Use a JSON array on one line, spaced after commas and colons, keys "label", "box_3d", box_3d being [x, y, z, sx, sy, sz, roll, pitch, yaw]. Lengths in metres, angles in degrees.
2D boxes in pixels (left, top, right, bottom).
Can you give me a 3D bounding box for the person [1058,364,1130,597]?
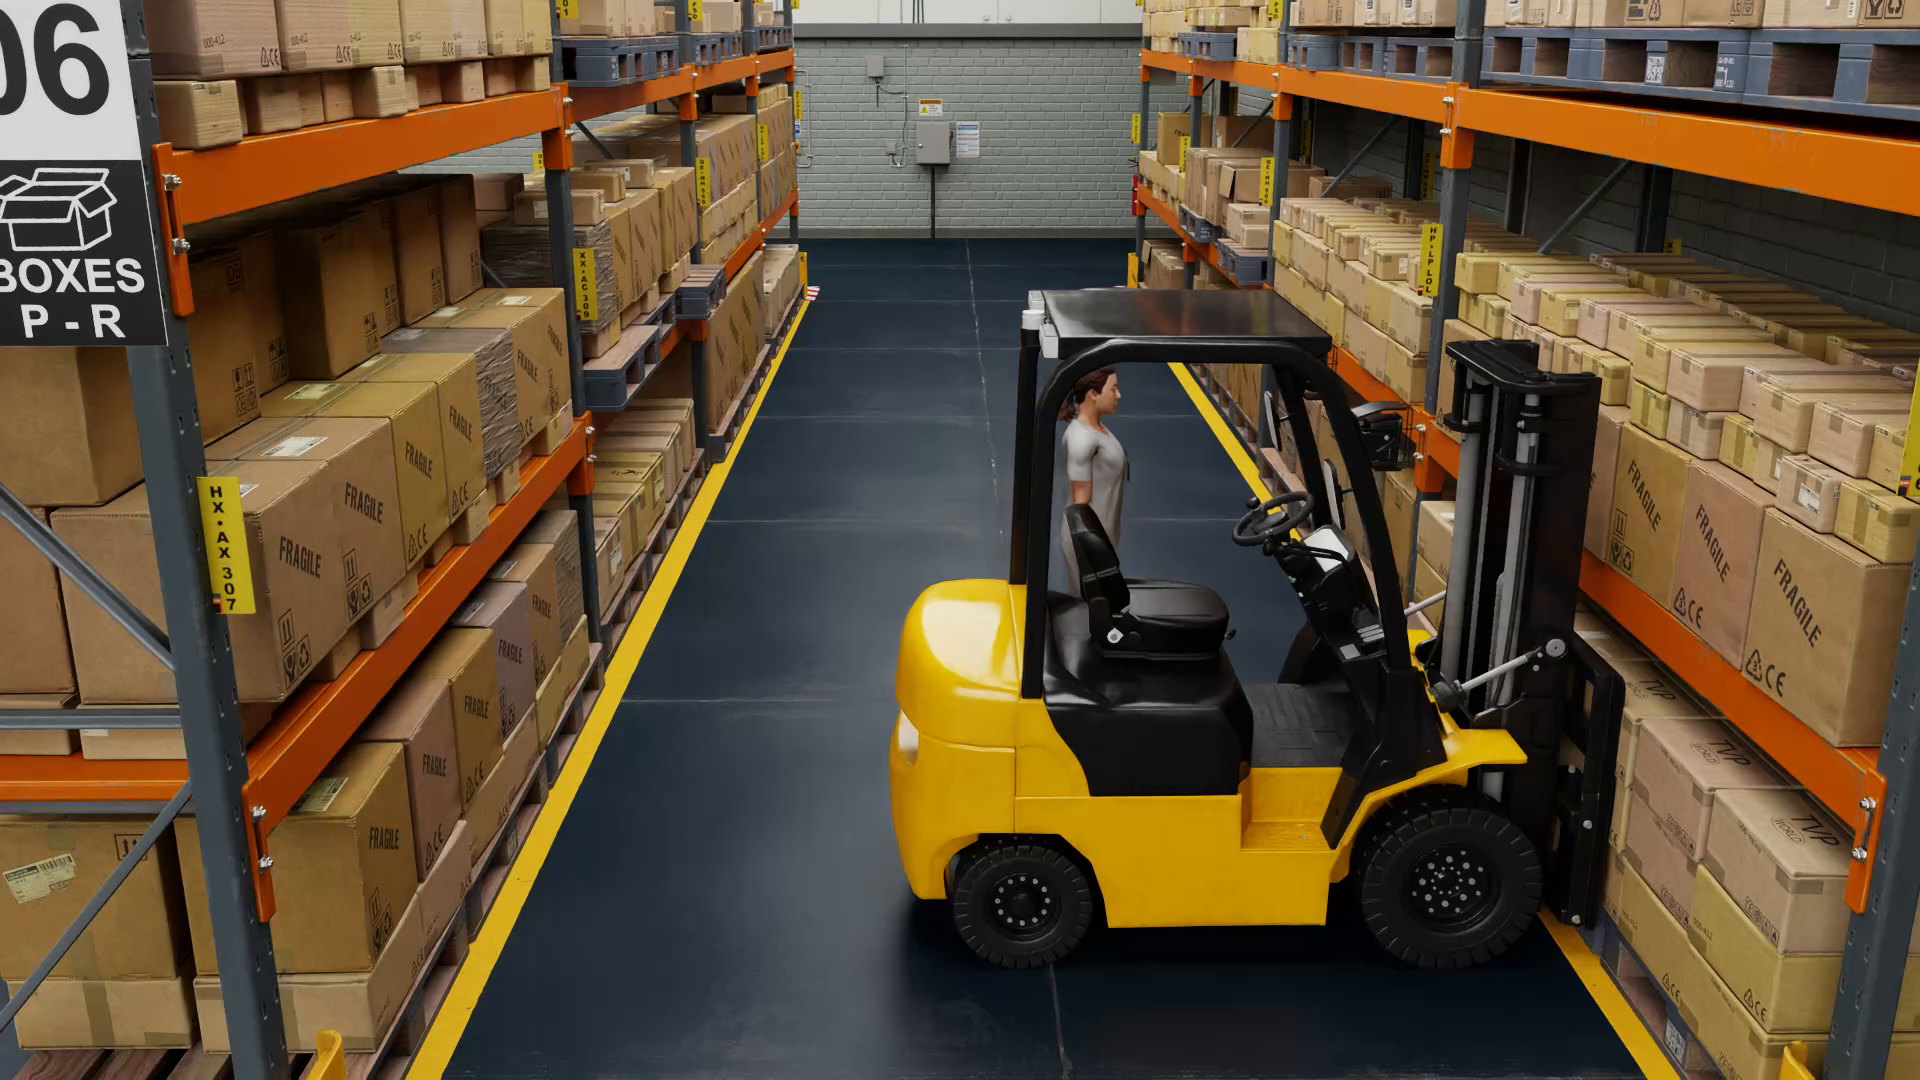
[{"label": "person", "box_3d": [0.591, 0.018, 7.473, 0.548, 1.680, 0.452, 4, 18, 12]}]
